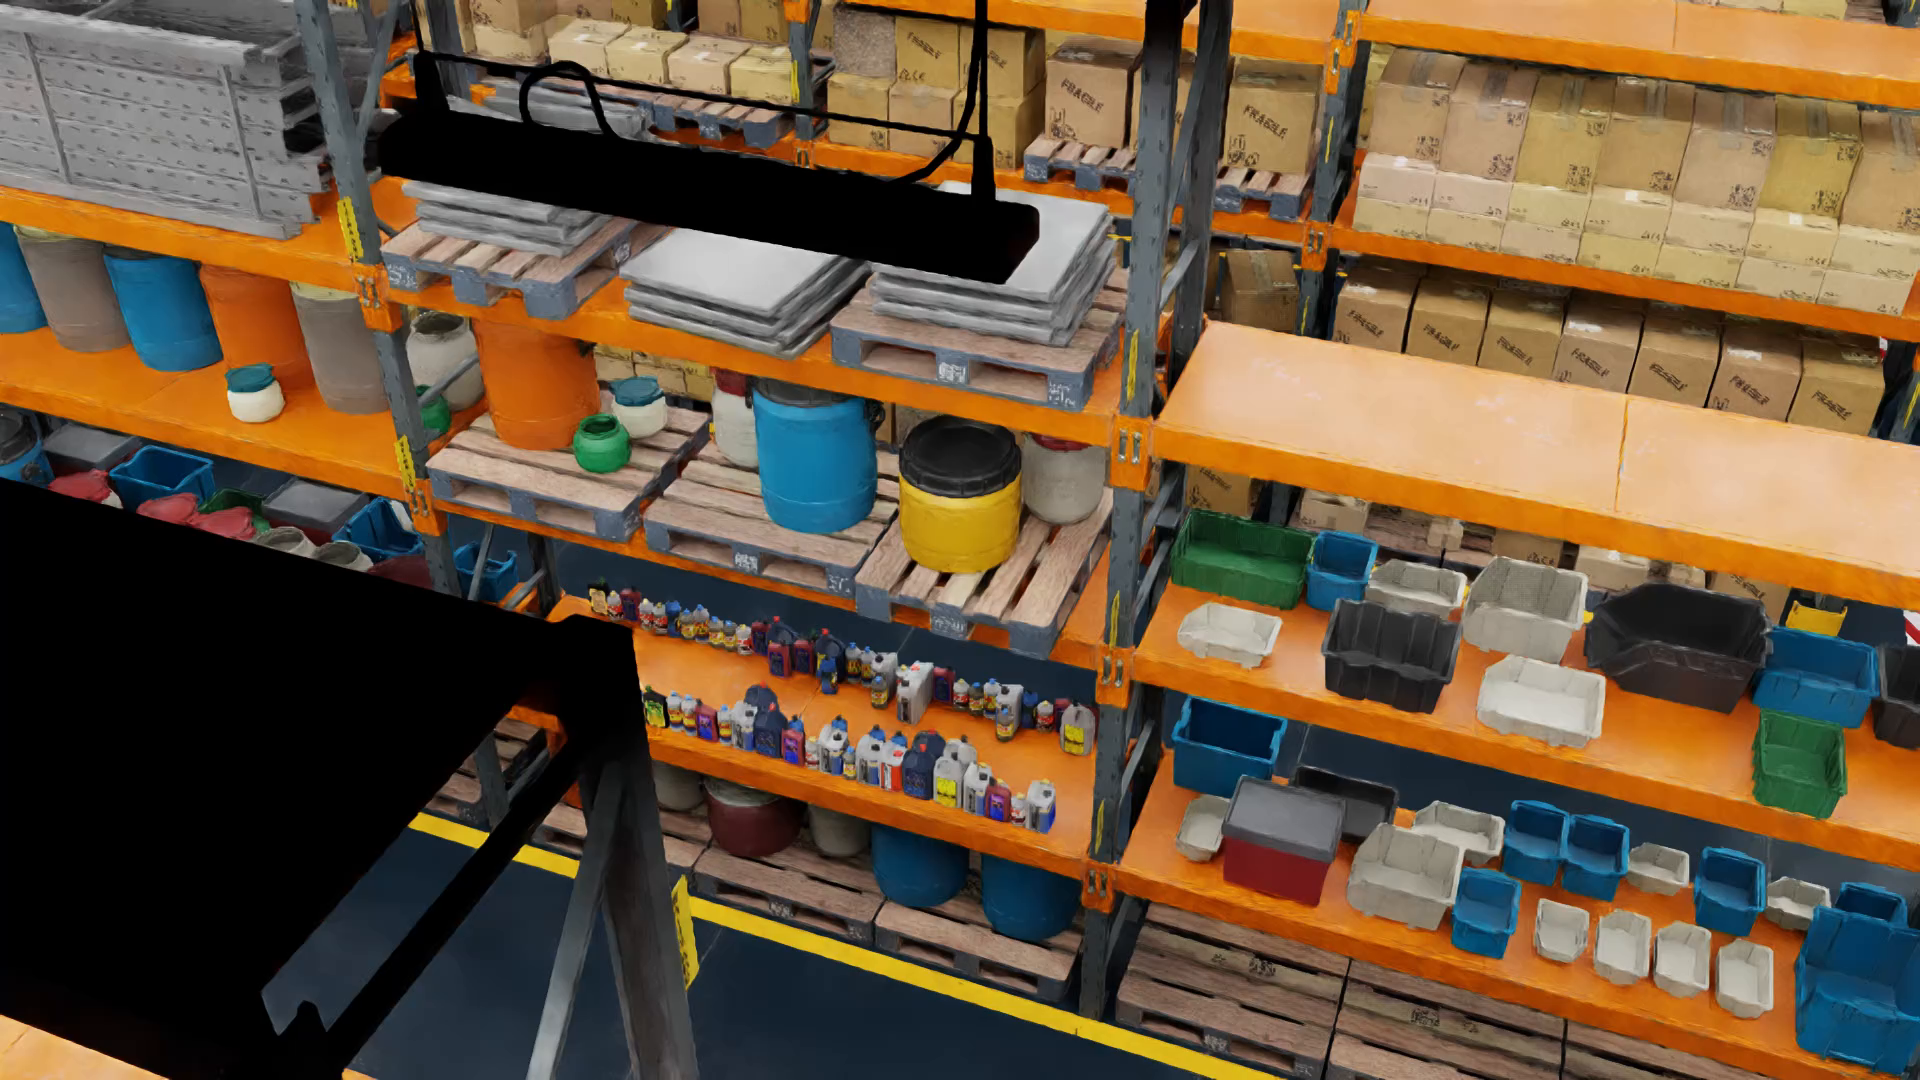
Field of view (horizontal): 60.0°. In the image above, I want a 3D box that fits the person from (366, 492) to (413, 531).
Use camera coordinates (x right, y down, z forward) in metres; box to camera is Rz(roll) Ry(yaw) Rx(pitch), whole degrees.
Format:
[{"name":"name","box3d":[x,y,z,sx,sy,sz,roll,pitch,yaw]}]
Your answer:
[{"name":"person","box3d":[-3.988,0.234,11.710,0.929,1.619,0.463,24,43,29]}]
